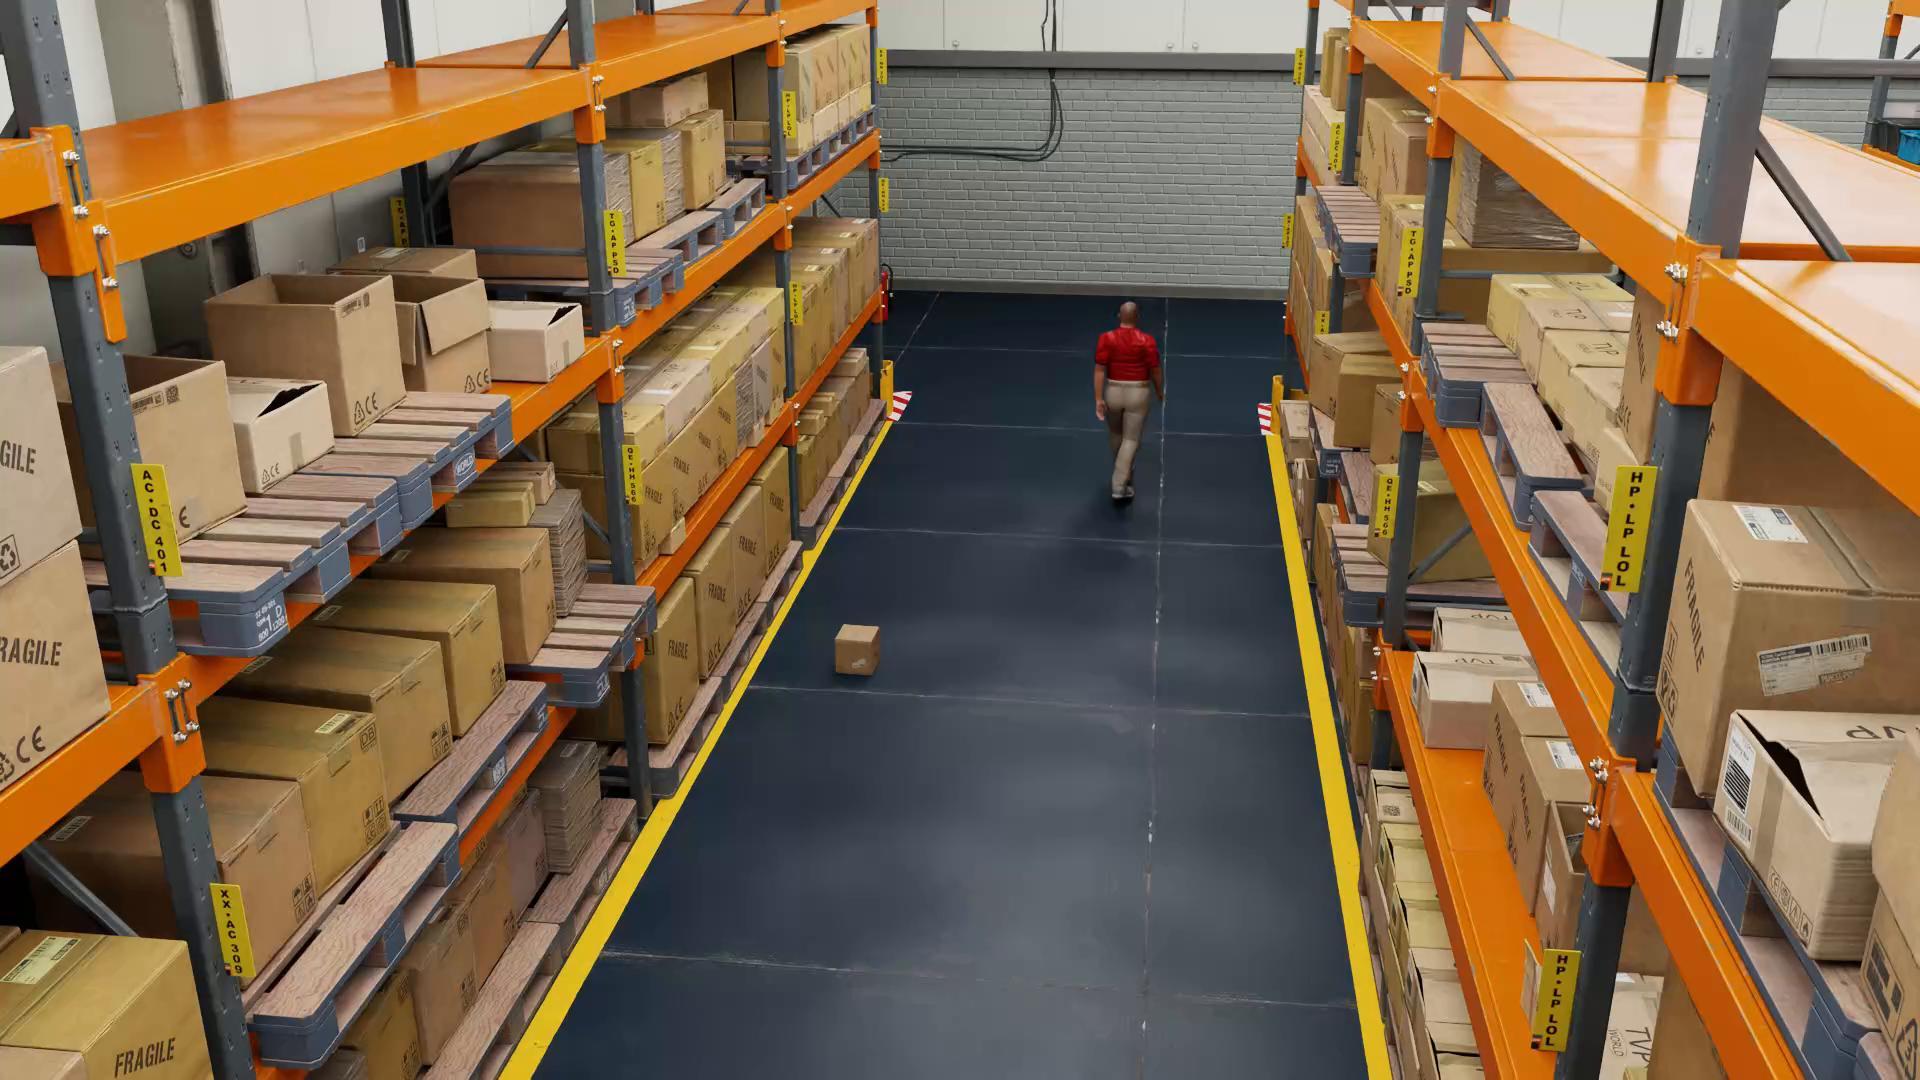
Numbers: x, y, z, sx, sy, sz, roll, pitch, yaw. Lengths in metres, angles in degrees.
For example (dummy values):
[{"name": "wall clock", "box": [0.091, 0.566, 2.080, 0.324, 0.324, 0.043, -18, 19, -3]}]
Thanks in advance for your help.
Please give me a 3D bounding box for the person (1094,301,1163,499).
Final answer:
[{"name": "person", "box": [1.473, -1.259, 14.351, 0.542, 1.663, 1.019, 9, 23, 21]}]
